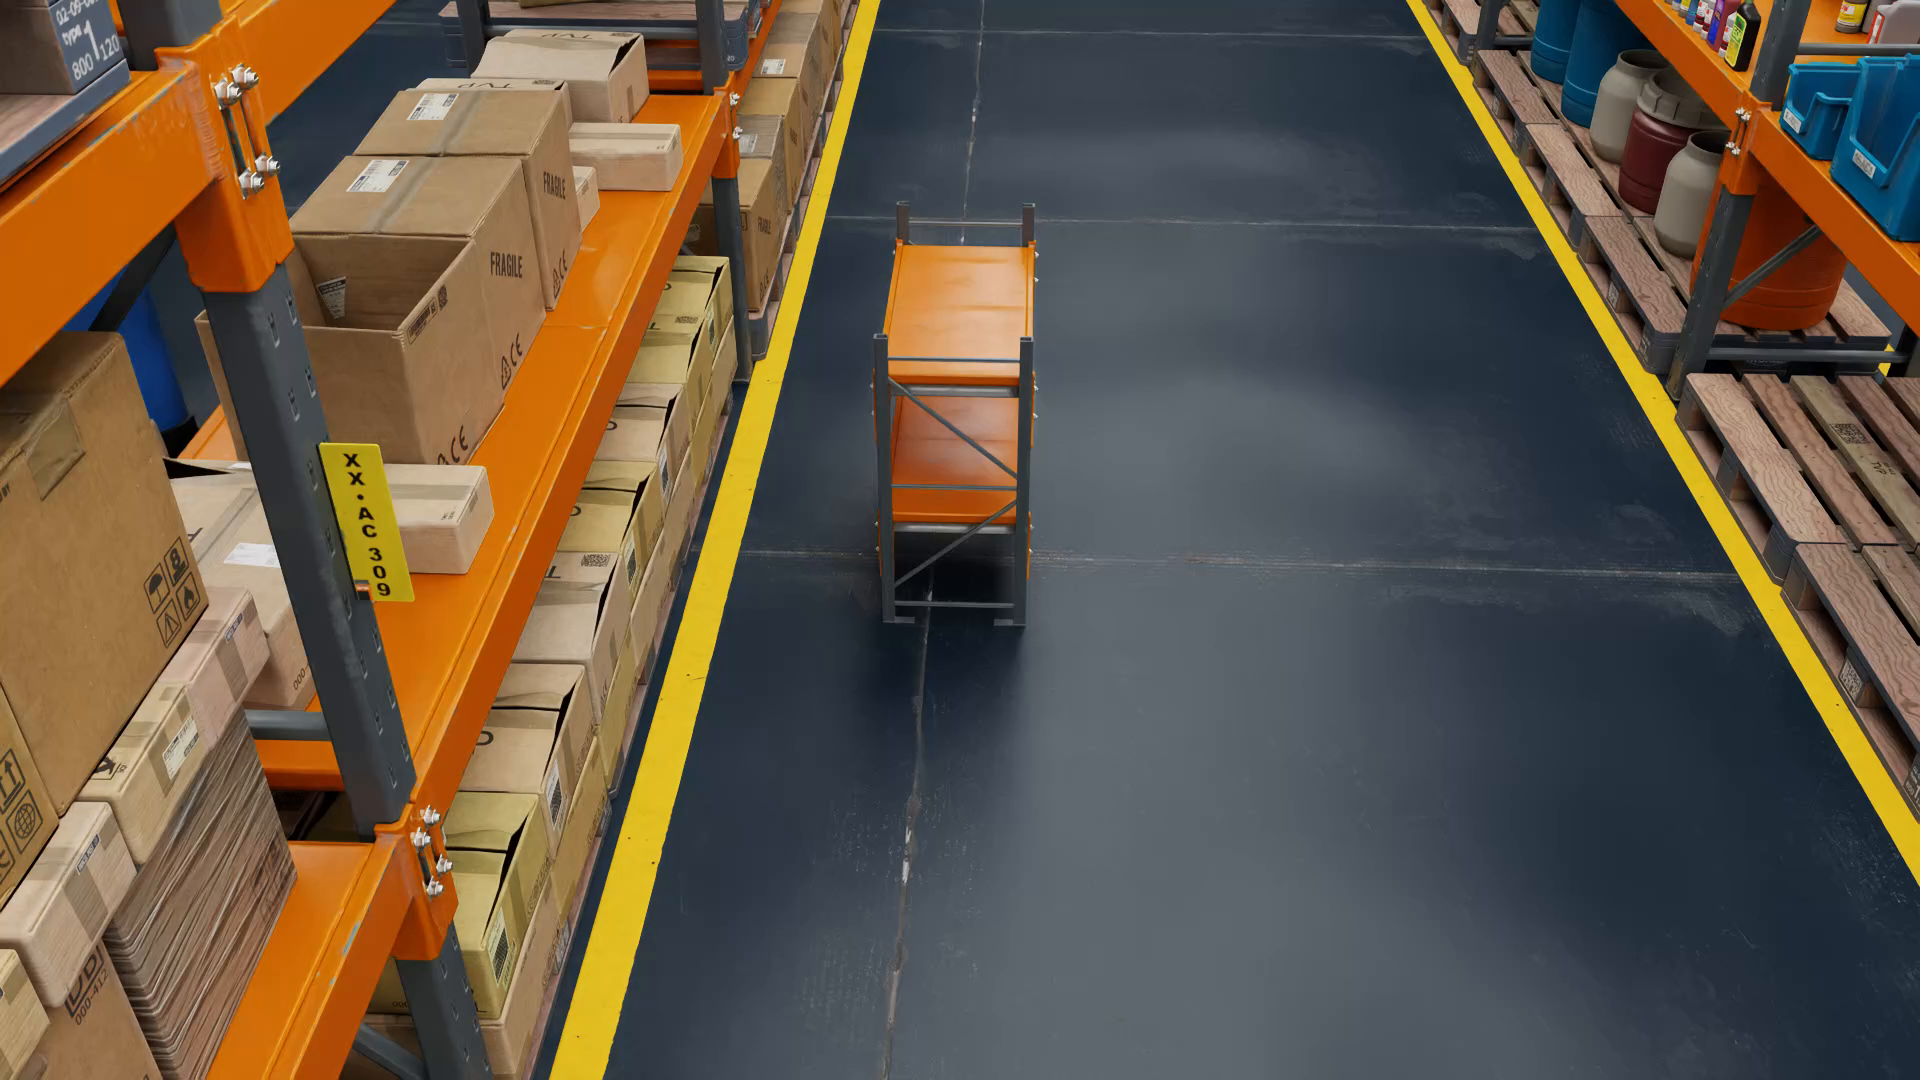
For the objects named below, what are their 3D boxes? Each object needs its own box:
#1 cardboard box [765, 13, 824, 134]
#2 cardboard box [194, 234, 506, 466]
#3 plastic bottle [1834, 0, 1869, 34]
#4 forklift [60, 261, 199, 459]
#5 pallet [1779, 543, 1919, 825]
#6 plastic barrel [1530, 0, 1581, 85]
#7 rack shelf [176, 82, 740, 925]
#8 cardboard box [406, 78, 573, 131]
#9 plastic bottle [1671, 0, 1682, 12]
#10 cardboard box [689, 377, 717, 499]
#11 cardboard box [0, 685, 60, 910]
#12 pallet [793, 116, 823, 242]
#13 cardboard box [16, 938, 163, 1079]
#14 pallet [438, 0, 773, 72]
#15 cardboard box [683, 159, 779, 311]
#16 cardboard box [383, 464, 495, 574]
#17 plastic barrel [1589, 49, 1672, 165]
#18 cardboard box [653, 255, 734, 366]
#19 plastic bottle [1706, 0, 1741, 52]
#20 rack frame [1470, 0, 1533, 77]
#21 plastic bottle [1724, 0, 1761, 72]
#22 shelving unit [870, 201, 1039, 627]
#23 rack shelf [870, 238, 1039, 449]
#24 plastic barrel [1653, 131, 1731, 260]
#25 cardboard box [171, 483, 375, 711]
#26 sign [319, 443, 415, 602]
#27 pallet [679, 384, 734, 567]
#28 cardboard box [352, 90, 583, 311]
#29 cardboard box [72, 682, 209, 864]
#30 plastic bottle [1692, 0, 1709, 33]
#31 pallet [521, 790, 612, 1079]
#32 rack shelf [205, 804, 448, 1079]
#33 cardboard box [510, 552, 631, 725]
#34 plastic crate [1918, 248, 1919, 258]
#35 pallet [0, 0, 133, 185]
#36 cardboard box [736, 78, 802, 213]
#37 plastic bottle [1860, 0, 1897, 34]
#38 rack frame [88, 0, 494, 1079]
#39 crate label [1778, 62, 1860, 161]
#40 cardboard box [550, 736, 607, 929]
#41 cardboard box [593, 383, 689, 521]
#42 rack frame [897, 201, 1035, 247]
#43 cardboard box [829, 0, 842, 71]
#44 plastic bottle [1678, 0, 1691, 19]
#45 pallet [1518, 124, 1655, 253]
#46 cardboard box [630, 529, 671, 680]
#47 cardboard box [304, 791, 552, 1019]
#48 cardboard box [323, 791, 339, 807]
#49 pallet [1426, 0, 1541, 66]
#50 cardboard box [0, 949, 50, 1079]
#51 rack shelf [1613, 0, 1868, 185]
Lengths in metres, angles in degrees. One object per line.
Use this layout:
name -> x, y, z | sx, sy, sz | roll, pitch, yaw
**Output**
cardboard box -> -1.032, -2.543, 9.051 | 0.500, 0.500, 0.500 | 2, 35, 2
cardboard box -> -1.503, -0.436, 4.175 | 0.500, 0.500, 0.500 | 4, 35, 5
plastic bottle -> 3.773, -2.251, 7.017 | 0.097, 0.201, 0.097 | 0, 35, 0
forklift -> -4.432, -1.705, 6.127 | 3.031, 2.935, 1.130 | 23, 41, 29
pallet -> 3.417, 0.451, 5.424 | 1.003, 0.211, 1.213 | 1, 35, 2
plastic barrel -> 3.661, -3.132, 9.558 | 0.600, 0.901, 0.708 | 1, 35, 2
rack shelf -> -1.491, -0.506, 4.987 | 1.077, 0.370, 4.000 | 1, 35, 2
cardboard box -> -1.640, -1.404, 5.716 | 0.500, 0.311, 0.500 | 1, 35, 1
plastic bottle -> 3.177, -2.445, 7.232 | 0.097, 0.271, 0.097 | 0, 35, 0
cardboard box -> -1.205, -0.392, 6.226 | 0.500, 0.250, 0.500 | 1, 35, 1
cardboard box -> -1.601, 0.322, 1.967 | 0.700, 0.500, 0.500 | 1, 35, 2
pallet -> -1.291, -1.936, 8.821 | 1.003, 0.211, 1.213 | 1, 35, 2
cardboard box -> -1.597, 0.866, 2.322 | 0.700, 0.500, 0.500 | 1, 35, 1
pallet -> -1.453, -2.262, 7.027 | 1.213, 0.211, 1.003 | 1, 35, 2
cardboard box -> -1.106, -1.362, 7.370 | 0.500, 0.500, 0.500 | 3, 35, 4
cardboard box -> -1.331, -0.053, 3.935 | 0.380, 0.149, 0.250 | 1, 35, 2
plastic barrel -> 3.520, -2.244, 8.632 | 0.421, 0.512, 0.421 | 0, 35, 0
cardboard box -> -1.185, -0.919, 6.488 | 0.500, 0.311, 0.500 | 2, 35, 3
plastic bottle -> 3.138, -2.160, 6.816 | 0.061, 0.283, 0.133 | 1, 35, 2
rack frame -> 3.700, -4.131, 9.519 | 1.000, 3.000, 0.127 | 1, 35, 2
plastic bottle -> 3.129, -2.028, 6.628 | 0.061, 0.283, 0.133 | 1, 35, 2
shelving unit -> 0.000, -0.464, 5.932 | 0.538, 1.125, 1.048 | 1, 35, 2
rack shelf -> 0.000, -0.704, 5.764 | 0.538, 0.278, 1.000 | 1, 35, 2
plastic barrel -> 3.475, -1.595, 7.709 | 0.421, 0.512, 0.421 | 0, 35, 0
cardboard box -> -1.595, 0.126, 3.592 | 0.500, 0.250, 0.500 | 3, 35, 5
sign -> -1.016, -0.026, 2.857 | 0.100, 0.325, 0.005 | 1, 35, 2
pallet -> -1.482, -0.337, 6.545 | 1.003, 0.211, 1.213 | 1, 35, 2
cardboard box -> -1.461, -1.026, 5.014 | 0.500, 0.500, 0.500 | 0, 35, -1
cardboard box -> -1.380, 0.345, 2.499 | 0.380, 0.149, 0.250 | 1, 35, 1
plastic bottle -> 3.165, -2.248, 7.013 | 0.097, 0.201, 0.097 | 0, 35, 0
pallet -> -1.580, 1.065, 4.551 | 1.003, 0.211, 1.213 | 1, 35, 2
rack shelf -> -1.651, 1.792, 1.717 | 1.077, 0.370, 4.000 | 1, 35, 2
cardboard box -> -1.260, 0.256, 4.816 | 0.500, 0.311, 0.500 | 0, 35, 0
plastic crate -> 3.168, -0.938, 4.920 | 0.402, 0.464, 0.583 | 1, 35, 2
pallet -> -1.579, -0.352, 1.610 | 1.003, 0.211, 1.213 | 1, 35, 2
cardboard box -> -1.066, -1.951, 8.208 | 0.500, 0.500, 0.500 | 1, 35, 1
plastic bottle -> 3.898, -2.289, 7.006 | 0.152, 0.276, 0.135 | 1, 35, 2
rack frame -> -1.574, 0.349, 3.145 | 0.949, 2.616, 0.053 | 1, 35, 2
crate label -> 3.148, -1.531, 5.965 | 0.303, 0.233, 0.416 | 1, 35, 2
cardboard box -> -1.285, 0.782, 4.555 | 0.500, 0.250, 0.500 | 2, 35, 3
cardboard box -> -1.223, -0.331, 5.650 | 0.500, 0.311, 0.500 | 1, 35, 2
rack frame -> 0.021, -0.756, 6.348 | 0.500, 1.125, 0.032 | 1, 35, 2
cardboard box -> -0.983, -3.115, 9.865 | 0.500, 0.500, 0.500 | 1, 35, 2
plastic bottle -> 3.173, -2.360, 7.172 | 0.097, 0.201, 0.097 | 0, 35, 0
pallet -> 3.581, -1.845, 8.692 | 1.003, 0.211, 1.213 | 1, 35, 2
cardboard box -> -1.246, 0.192, 5.394 | 0.500, 0.250, 0.500 | 2, 35, 3
cardboard box -> -1.305, 0.841, 3.984 | 0.500, 0.311, 0.500 | 1, 35, 2
cardboard box -> -1.826, 0.534, 4.420 | 0.500, 0.311, 0.500 | 2, 35, 3
pallet -> 3.690, -3.414, 10.924 | 1.003, 0.211, 1.213 | 1, 35, 2
cardboard box -> -1.397, 0.647, 2.070 | 0.380, 0.149, 0.250 | 1, 35, 2
rack shelf -> 3.619, -2.688, 8.091 | 1.077, 0.370, 4.000 | 1, 35, 2
